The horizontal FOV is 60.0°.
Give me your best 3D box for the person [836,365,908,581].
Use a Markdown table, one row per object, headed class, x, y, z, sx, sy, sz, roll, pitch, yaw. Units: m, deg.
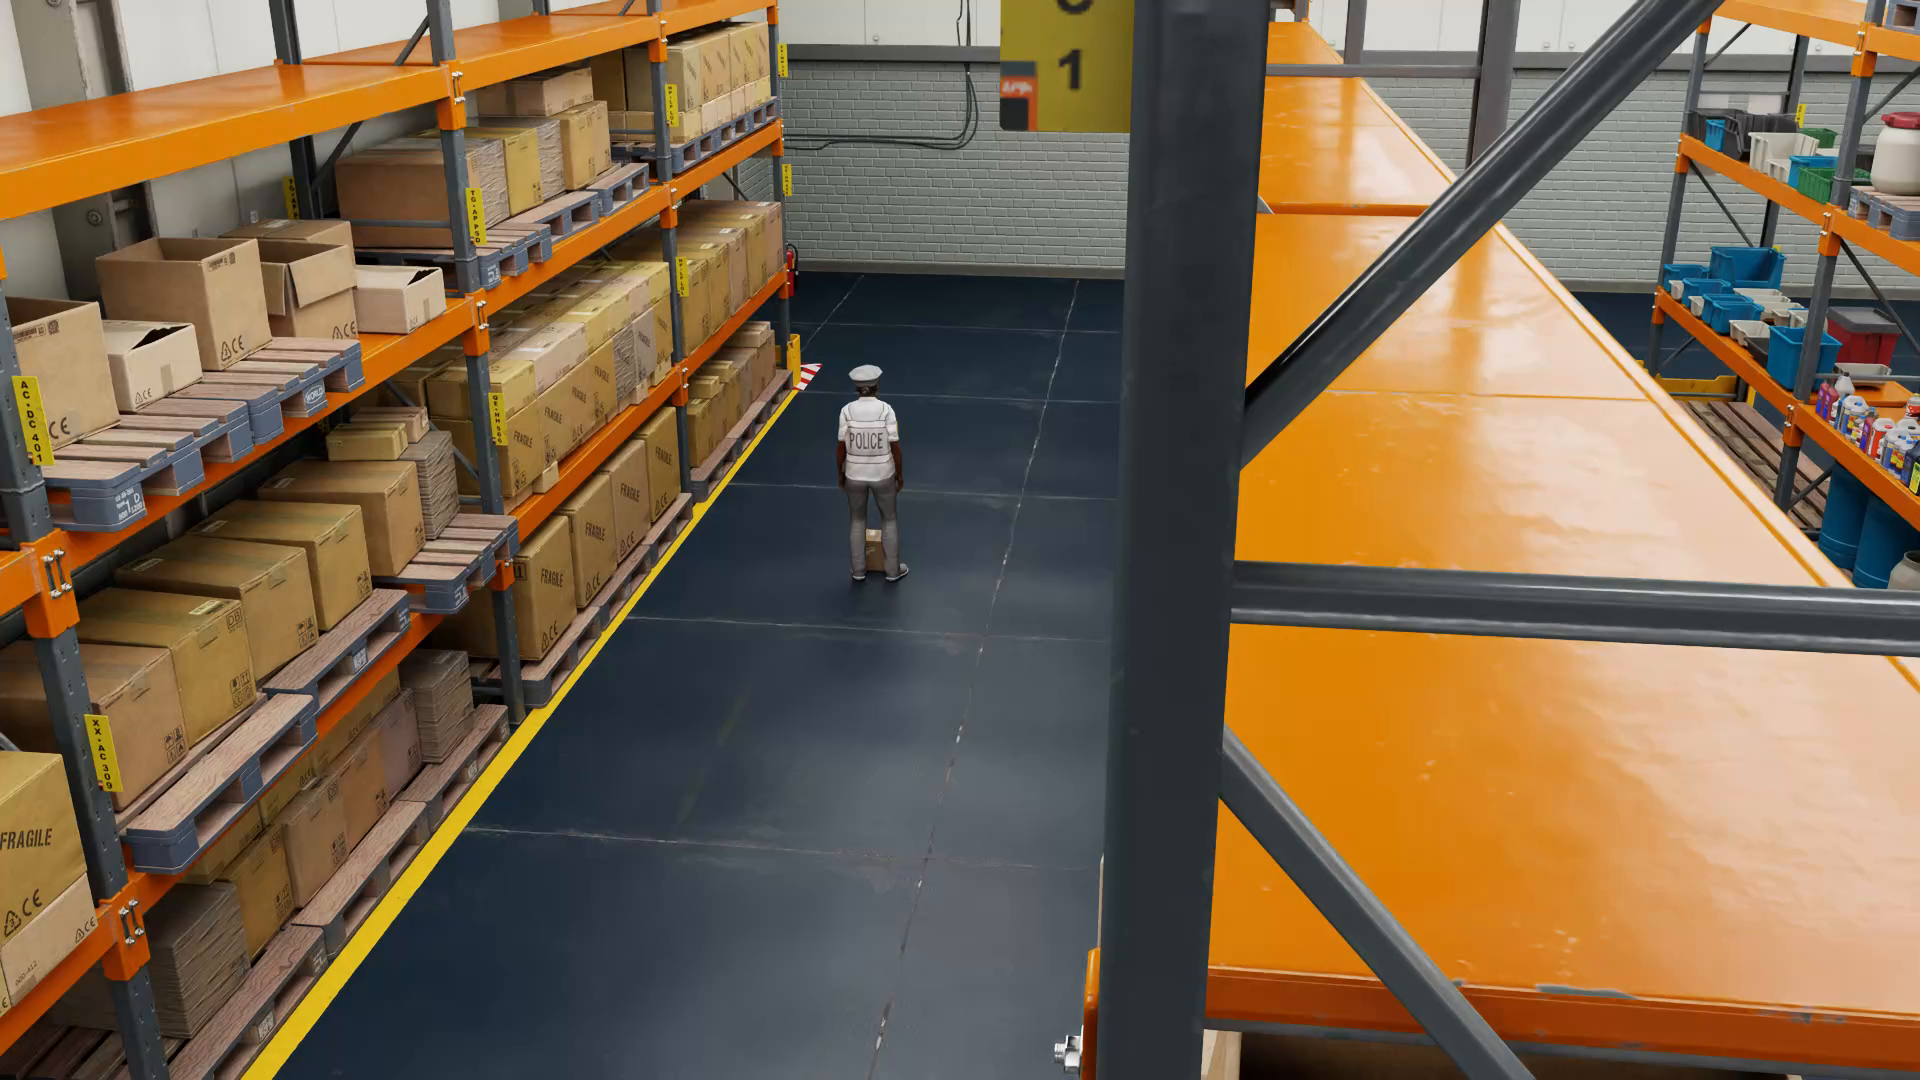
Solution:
| class | x | y | z | sx | sy | sz | roll | pitch | yaw |
| --- | --- | --- | --- | --- | --- | --- | --- | --- | --- |
| person | -0.677 | -0.491 | 12.736 | 0.527 | 1.662 | 0.393 | 2 | 21 | 4 |
